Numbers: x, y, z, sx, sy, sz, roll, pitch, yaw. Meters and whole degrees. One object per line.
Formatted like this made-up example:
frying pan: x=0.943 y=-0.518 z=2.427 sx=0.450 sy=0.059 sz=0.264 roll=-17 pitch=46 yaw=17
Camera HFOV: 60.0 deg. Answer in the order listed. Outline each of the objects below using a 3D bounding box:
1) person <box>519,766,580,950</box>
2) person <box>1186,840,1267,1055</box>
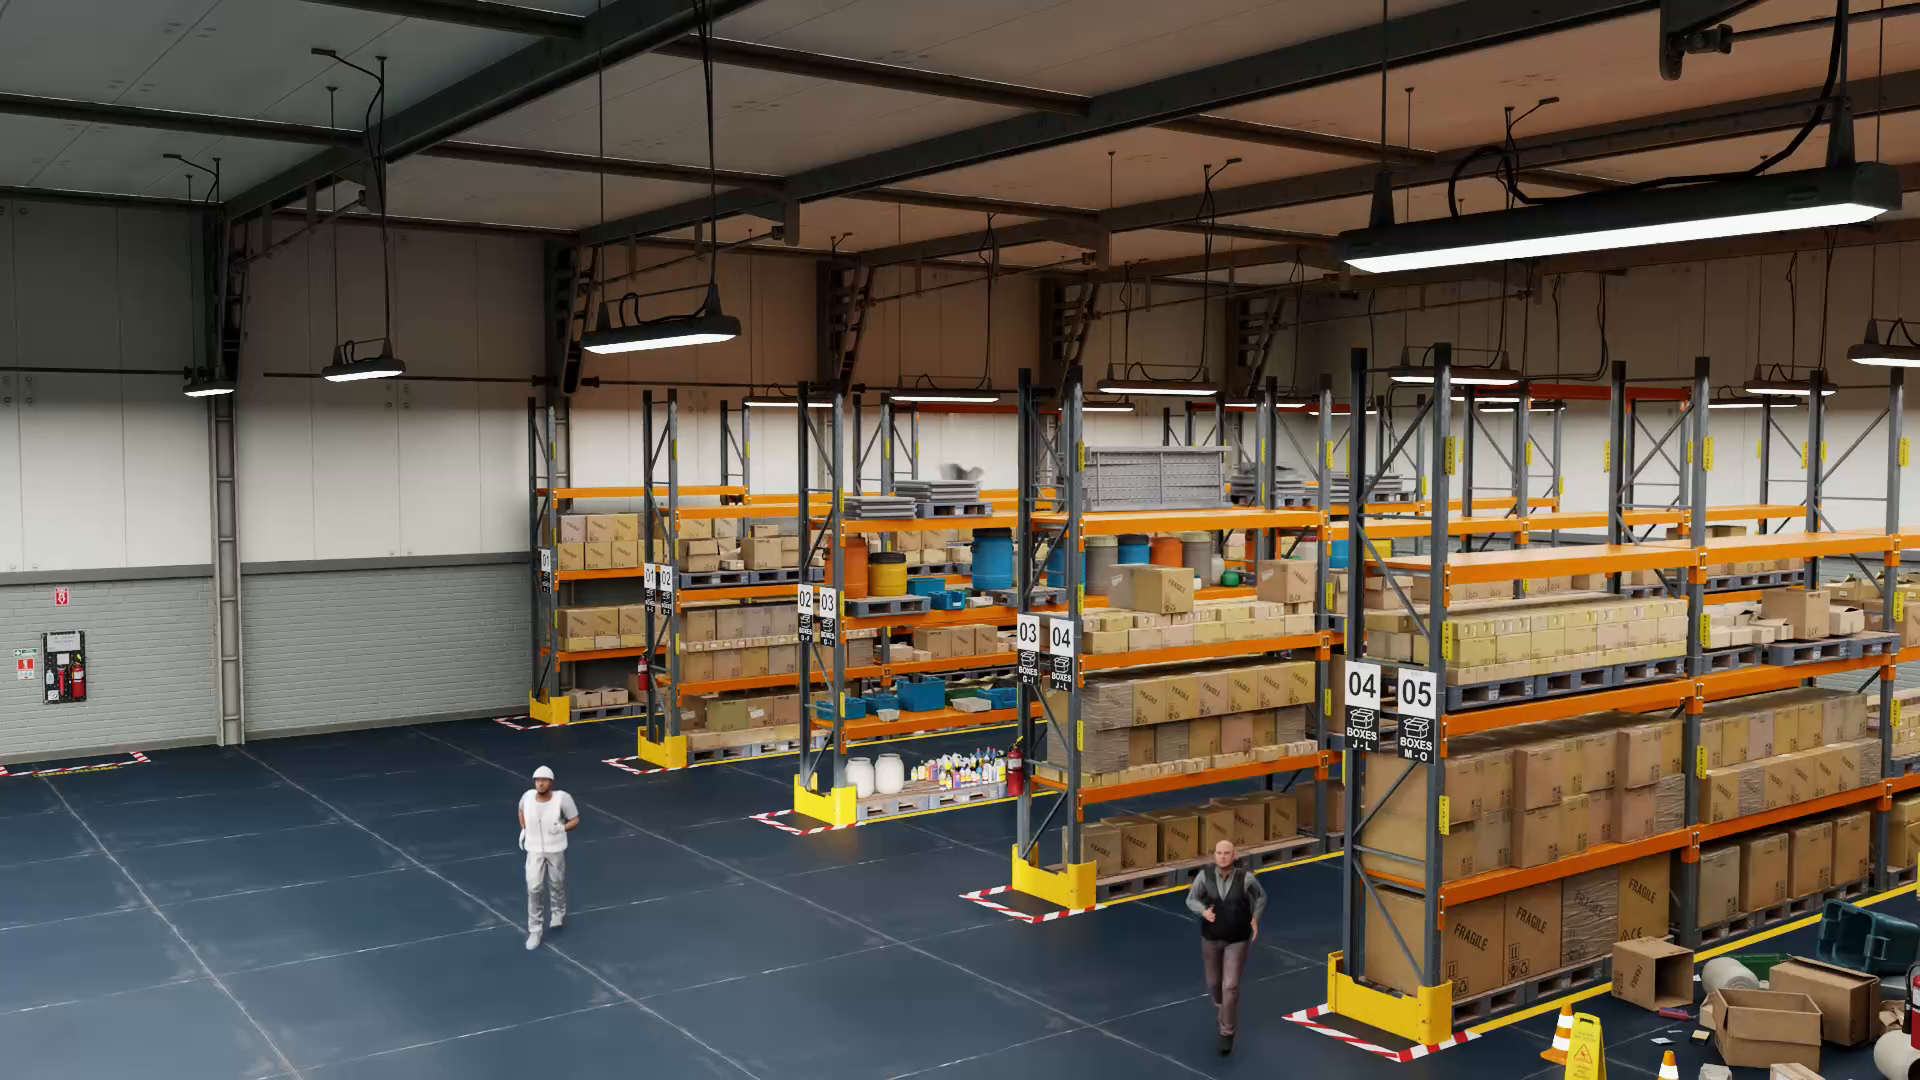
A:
person: x=-4.270 y=3.243 z=17.258 sx=0.659 sy=1.826 sz=0.811 roll=0 pitch=3 yaw=-6
person: x=2.270 y=3.434 z=14.288 sx=0.669 sy=1.715 sz=0.879 roll=1 pitch=4 yaw=20
